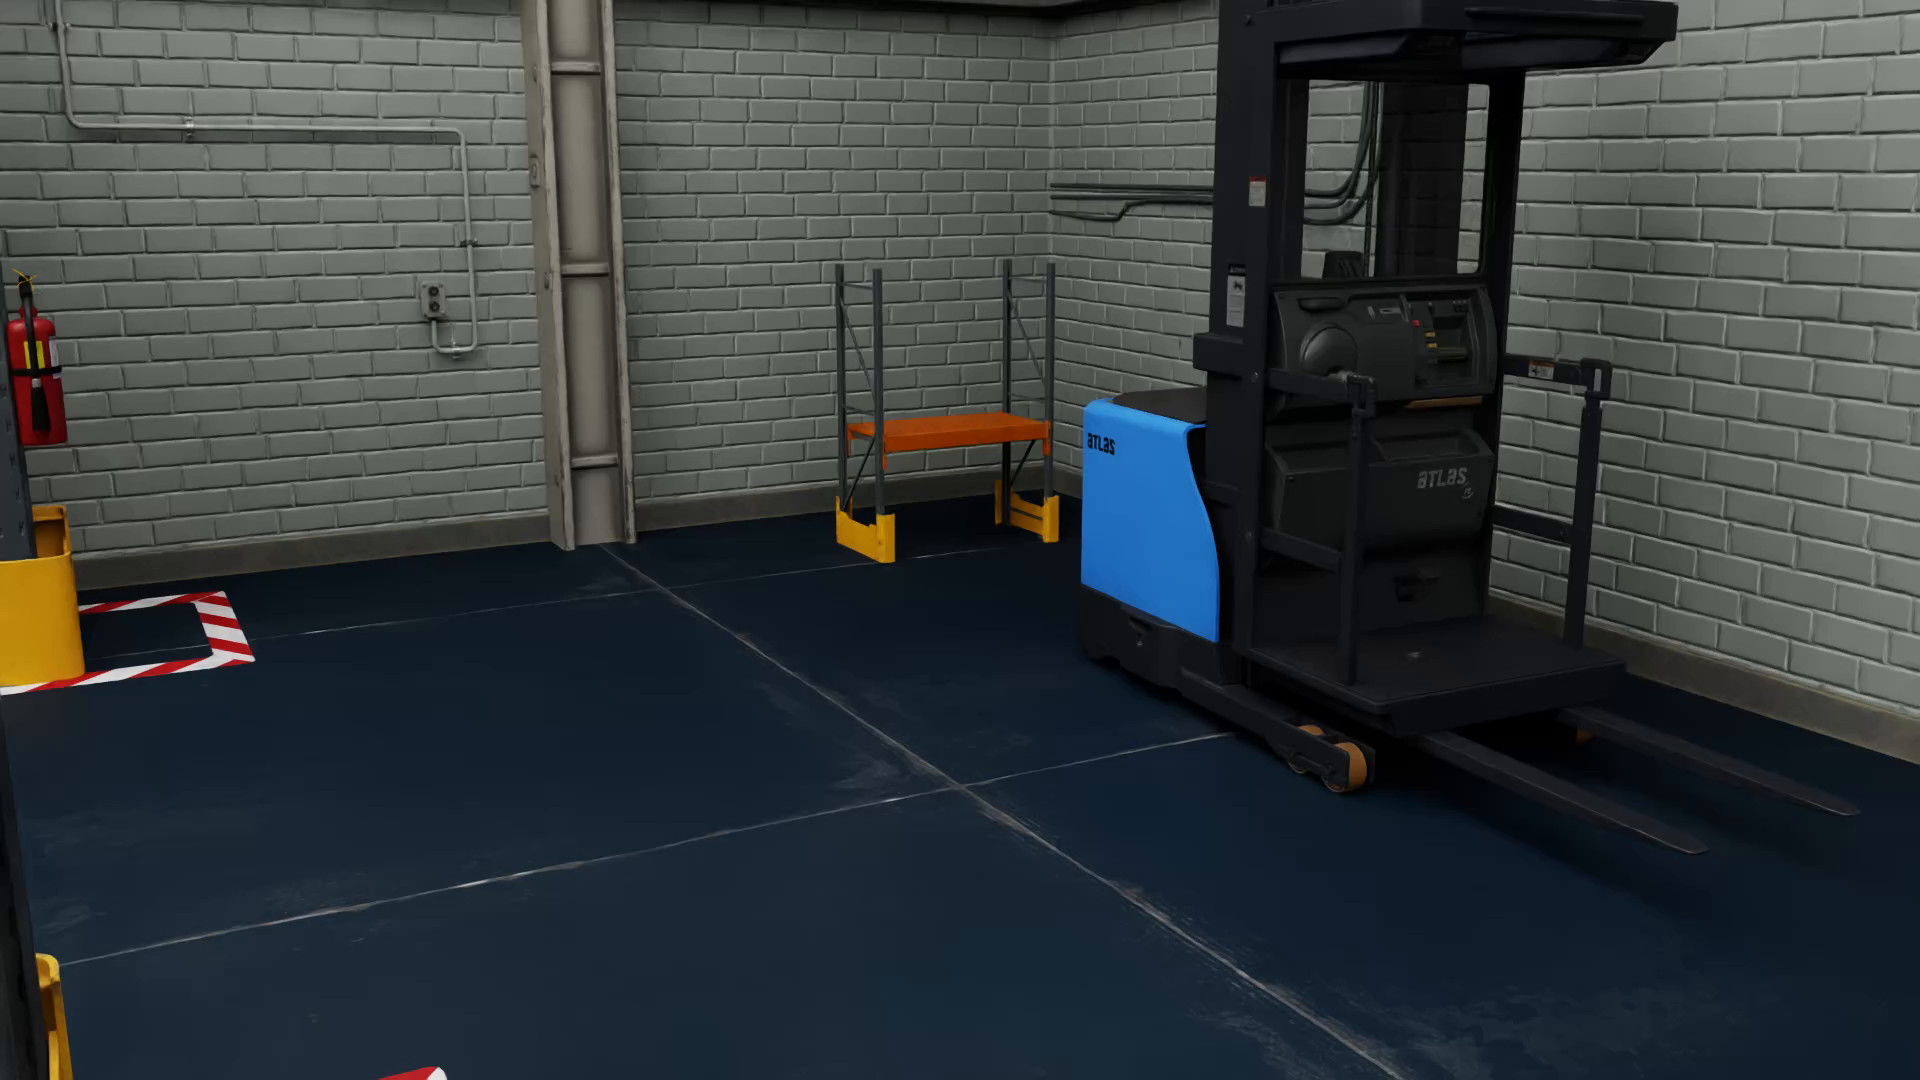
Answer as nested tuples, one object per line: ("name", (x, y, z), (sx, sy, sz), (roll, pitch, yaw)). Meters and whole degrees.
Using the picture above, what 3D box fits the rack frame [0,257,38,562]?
("rack frame", (-3.957, -1.005, 6.745), (0.127, 3.000, 1.000), (-7, 14, -28))

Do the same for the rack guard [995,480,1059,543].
("rack guard", (0.370, -0.166, 9.279), (0.087, 0.250, 0.587), (-7, 14, -28))

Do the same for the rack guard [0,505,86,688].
("rack guard", (-3.936, 0.212, 7.031), (0.348, 0.500, 1.175), (-7, 14, -28))

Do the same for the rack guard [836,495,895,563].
("rack guard", (-0.504, -0.062, 8.813), (0.087, 0.250, 0.587), (-7, 14, -28))

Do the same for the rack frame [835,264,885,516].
("rack frame", (-0.521, -0.669, 8.667), (0.032, 1.500, 0.500), (-7, 14, -28))

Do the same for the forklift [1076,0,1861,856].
("forklift", (1.582, -0.712, 5.599), (1.130, 2.935, 3.031), (-6, 14, -25))

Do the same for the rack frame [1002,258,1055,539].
("rack frame", (0.371, -0.776, 9.142), (0.032, 1.500, 0.500), (-7, 14, -28))

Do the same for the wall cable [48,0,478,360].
("wall cable", (-3.287, -1.818, 8.042), (1.851, 1.984, 0.084), (-7, 14, -28))

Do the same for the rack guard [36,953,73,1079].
("rack guard", (-1.647, 1.176, 2.744), (0.348, 0.500, 1.175), (-7, 14, -28))

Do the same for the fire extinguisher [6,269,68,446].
("fire extinguisher", (-3.604, -0.713, 6.470), (0.183, 0.674, 0.296), (-7, 14, -28))

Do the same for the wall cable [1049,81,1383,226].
("wall cable", (1.178, -2.943, 8.765), (0.112, 2.526, 3.097), (-7, 14, -28))

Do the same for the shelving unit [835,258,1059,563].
("shelving unit", (-0.067, -0.724, 8.909), (1.083, 1.500, 0.587), (-7, 14, -28))

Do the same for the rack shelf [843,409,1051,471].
("rack shelf", (-0.075, -0.547, 8.944), (1.000, 0.185, 0.538), (-7, 14, -28))

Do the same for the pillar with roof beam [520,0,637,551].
("pillar with roof beam", (0.061, -3.553, 4.403), (0.400, 9.000, 9.100), (-7, 14, -28))
